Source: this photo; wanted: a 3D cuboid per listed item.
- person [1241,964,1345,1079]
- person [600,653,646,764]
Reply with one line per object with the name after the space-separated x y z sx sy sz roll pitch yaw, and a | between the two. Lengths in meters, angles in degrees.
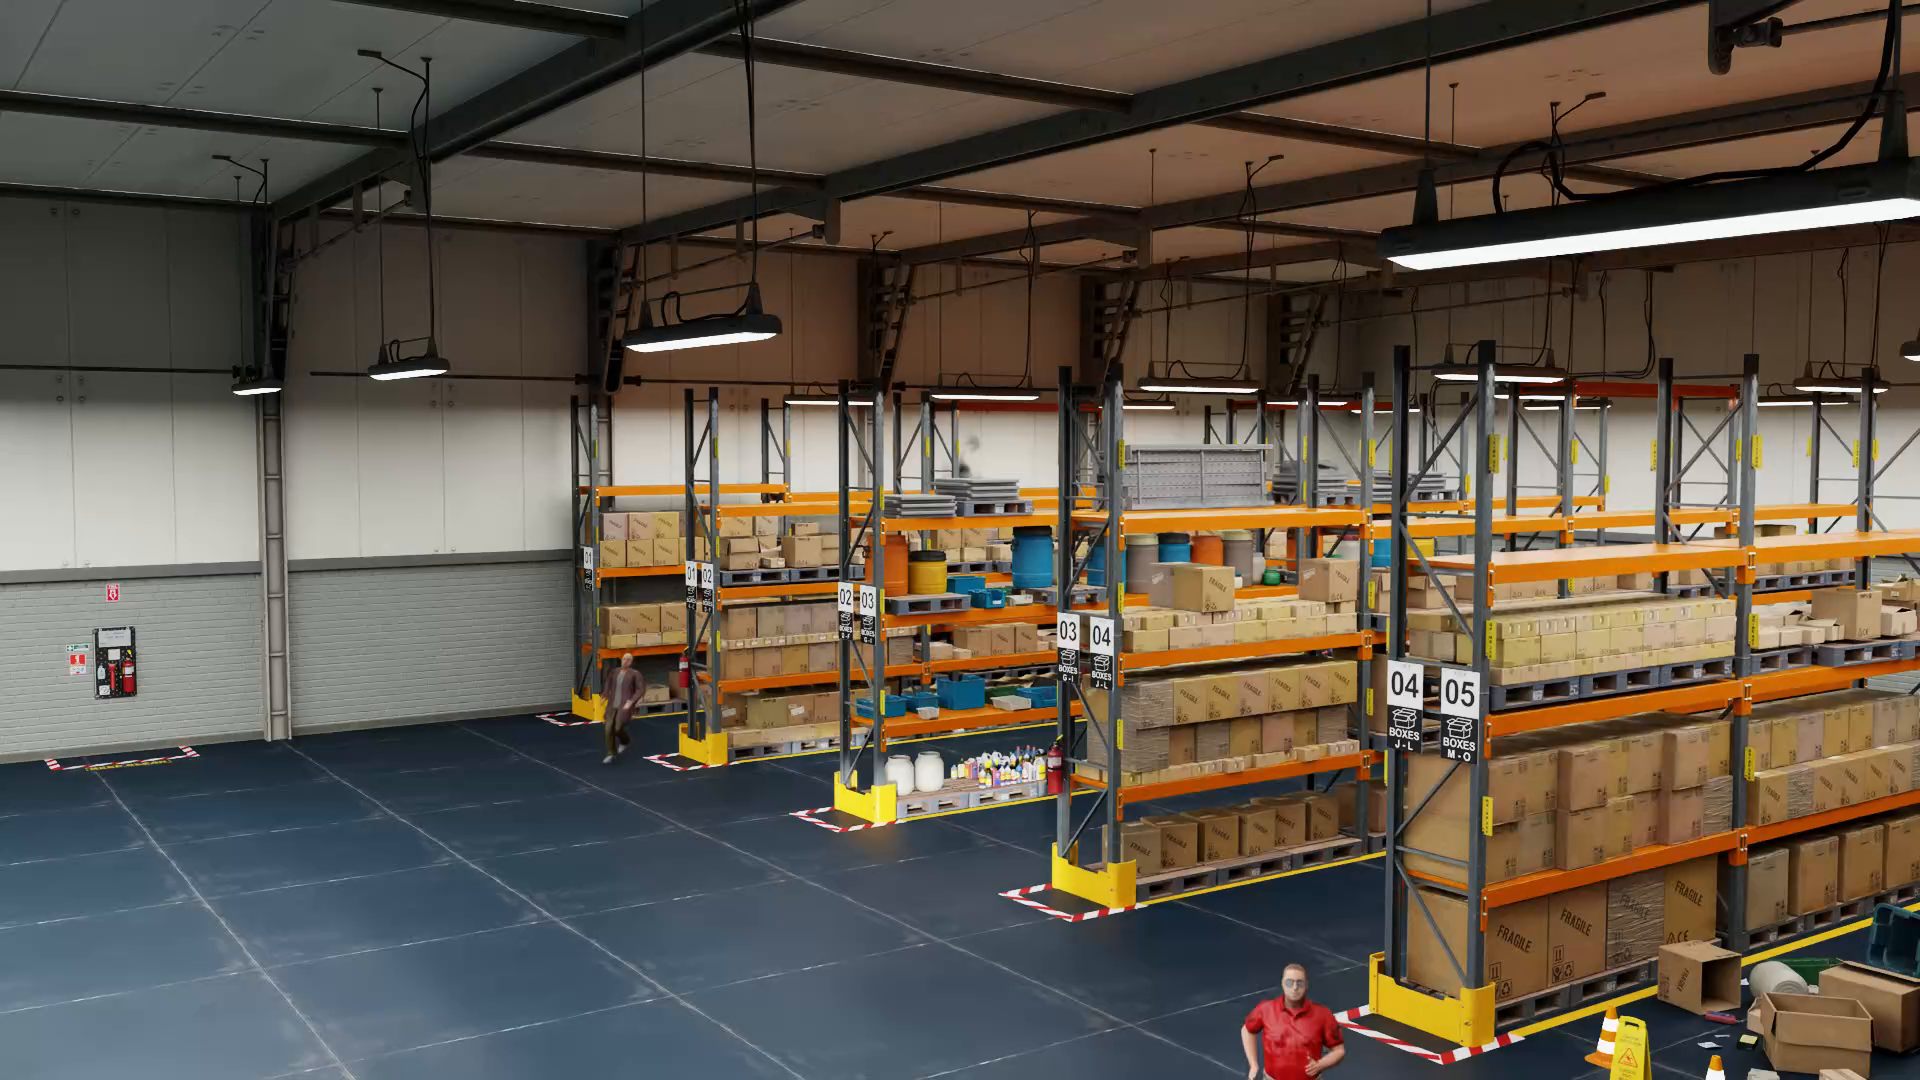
2.193 3.644 10.963 0.675 1.696 0.900 1 3 9 | person
-5.453 2.701 26.814 0.768 1.744 0.739 1 4 17 | person
